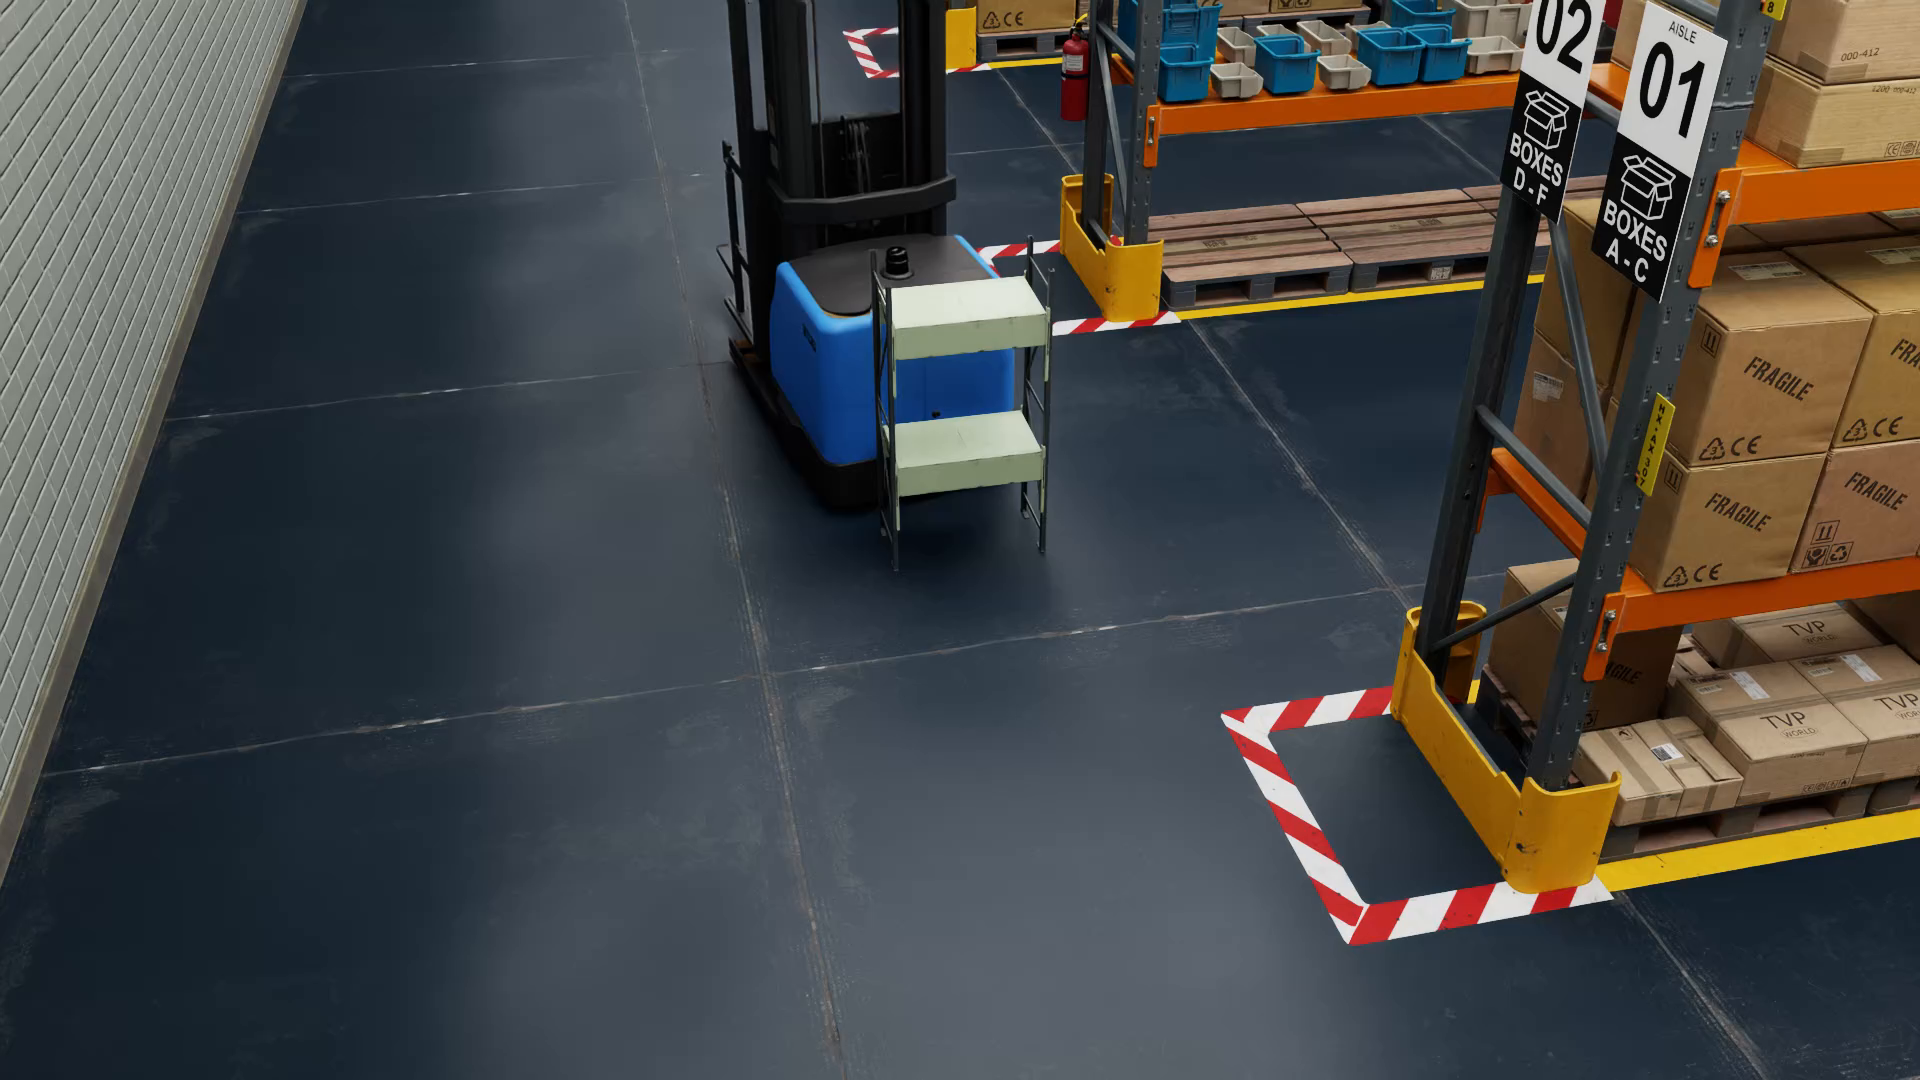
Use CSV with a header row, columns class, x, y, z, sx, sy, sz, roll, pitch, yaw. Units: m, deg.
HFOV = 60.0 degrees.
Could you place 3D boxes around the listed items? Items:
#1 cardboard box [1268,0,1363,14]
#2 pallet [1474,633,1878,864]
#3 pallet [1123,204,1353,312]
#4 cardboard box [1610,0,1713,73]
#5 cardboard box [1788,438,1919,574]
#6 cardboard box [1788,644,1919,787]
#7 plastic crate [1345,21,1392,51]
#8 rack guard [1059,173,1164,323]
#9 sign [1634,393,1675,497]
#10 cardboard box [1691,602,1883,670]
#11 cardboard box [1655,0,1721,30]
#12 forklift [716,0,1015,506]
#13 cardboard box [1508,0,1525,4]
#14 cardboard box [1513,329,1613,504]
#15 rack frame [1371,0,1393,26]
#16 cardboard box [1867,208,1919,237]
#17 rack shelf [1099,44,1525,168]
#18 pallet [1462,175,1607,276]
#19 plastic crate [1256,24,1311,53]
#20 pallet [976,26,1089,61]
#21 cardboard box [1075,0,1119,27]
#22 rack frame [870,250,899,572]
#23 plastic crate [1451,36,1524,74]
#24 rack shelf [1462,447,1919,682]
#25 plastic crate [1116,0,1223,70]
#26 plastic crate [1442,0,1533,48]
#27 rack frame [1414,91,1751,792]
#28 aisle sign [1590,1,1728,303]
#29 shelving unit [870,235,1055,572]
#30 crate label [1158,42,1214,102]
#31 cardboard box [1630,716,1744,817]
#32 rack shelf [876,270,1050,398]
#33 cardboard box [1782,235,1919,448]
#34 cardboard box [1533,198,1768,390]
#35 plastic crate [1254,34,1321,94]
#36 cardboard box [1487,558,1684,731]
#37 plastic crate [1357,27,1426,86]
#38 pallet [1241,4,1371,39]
class,x,y,z,sx,sy,sz,roll,pitch,yaw
cardboard box,3.118,-5.365,15.082,0.875,0.875,0.875,-7,35,-11
pallet,2.911,0.816,6.845,1.213,0.211,1.003,-7,35,-11
pallet,1.783,-1.849,10.816,1.213,0.211,1.003,-7,35,-11
cardboard box,2.502,-1.624,5.420,0.500,0.250,0.500,-7,35,-11
cardboard box,3.052,-0.253,5.845,0.500,0.500,0.500,-8,35,-11
cardboard box,3.628,0.690,6.603,0.500,0.250,0.500,-7,35,-11
plastic crate,2.562,-3.162,10.453,0.250,0.136,0.298,-7,35,-11
rack guard,0.950,-1.879,10.601,0.348,0.500,1.175,-7,35,-11
sign,2.179,-0.299,5.226,0.005,0.325,0.100,-7,35,-11
cardboard box,3.469,0.424,6.999,0.500,0.250,0.500,-7,35,-11
cardboard box,2.504,-1.827,5.274,0.500,0.250,0.500,-7,35,-11
forklift,-0.707,-2.203,8.903,1.130,2.935,3.031,-12,36,-17
cardboard box,5.270,-5.602,15.436,0.875,0.875,1.225,-8,35,-12
cardboard box,2.436,-0.478,6.181,0.500,0.500,0.500,-6,34,-9
rack frame,3.779,-6.110,14.663,0.127,3.000,1.000,-7,35,-11
cardboard box,3.430,-1.024,6.096,0.500,0.500,0.500,-6,34,-9
rack shelf,2.921,-2.874,10.486,4.000,0.370,1.077,-7,35,-11
pallet,4.163,-2.149,11.263,1.213,0.211,1.003,-7,35,-11
plastic crate,2.012,-3.068,10.313,0.243,0.136,0.396,-7,35,-11
pallet,0.640,-4.601,14.917,1.213,0.211,1.003,-7,35,-11
cardboard box,1.372,-5.145,14.754,0.875,0.875,0.875,-7,35,-11
rack frame,-0.350,-0.579,7.766,0.023,1.500,0.400,-7,35,-11
plastic crate,3.240,-2.956,10.146,0.466,0.136,0.293,-7,35,-11
rack shelf,4.010,-0.181,6.474,4.000,0.370,1.077,-7,35,-11
plastic crate,1.256,-3.109,10.105,0.499,0.435,0.616,-7,35,-11
plastic crate,3.342,-3.306,10.538,0.530,0.282,0.437,-7,35,-11
rack frame,2.059,-0.234,5.907,0.127,3.000,1.000,-7,35,-11
aisle sign,2.058,-1.145,4.932,0.004,0.787,0.394,-7,35,-11
shelving unit,0.007,-0.624,7.833,0.755,1.500,0.431,-7,35,-11
crate label,1.284,-2.733,9.728,0.303,0.233,0.416,-7,35,-11
cardboard box,2.787,0.864,6.418,0.250,0.166,0.380,-7,35,-11
rack shelf,0.007,-0.948,7.616,0.720,0.370,0.431,-7,35,-11
cardboard box,3.059,-0.670,5.570,0.500,0.500,0.500,-7,34,-10
cardboard box,2.433,-0.895,5.904,0.500,0.500,0.500,-7,35,-11
plastic crate,1.926,-2.814,9.848,0.300,0.233,0.416,-7,35,-11
cardboard box,2.535,0.421,6.780,0.500,0.500,0.500,-7,35,-11
plastic crate,2.568,-2.895,9.969,0.300,0.233,0.416,-7,35,-11
pallet,3.020,-4.901,15.364,1.213,0.211,1.003,-7,35,-11
